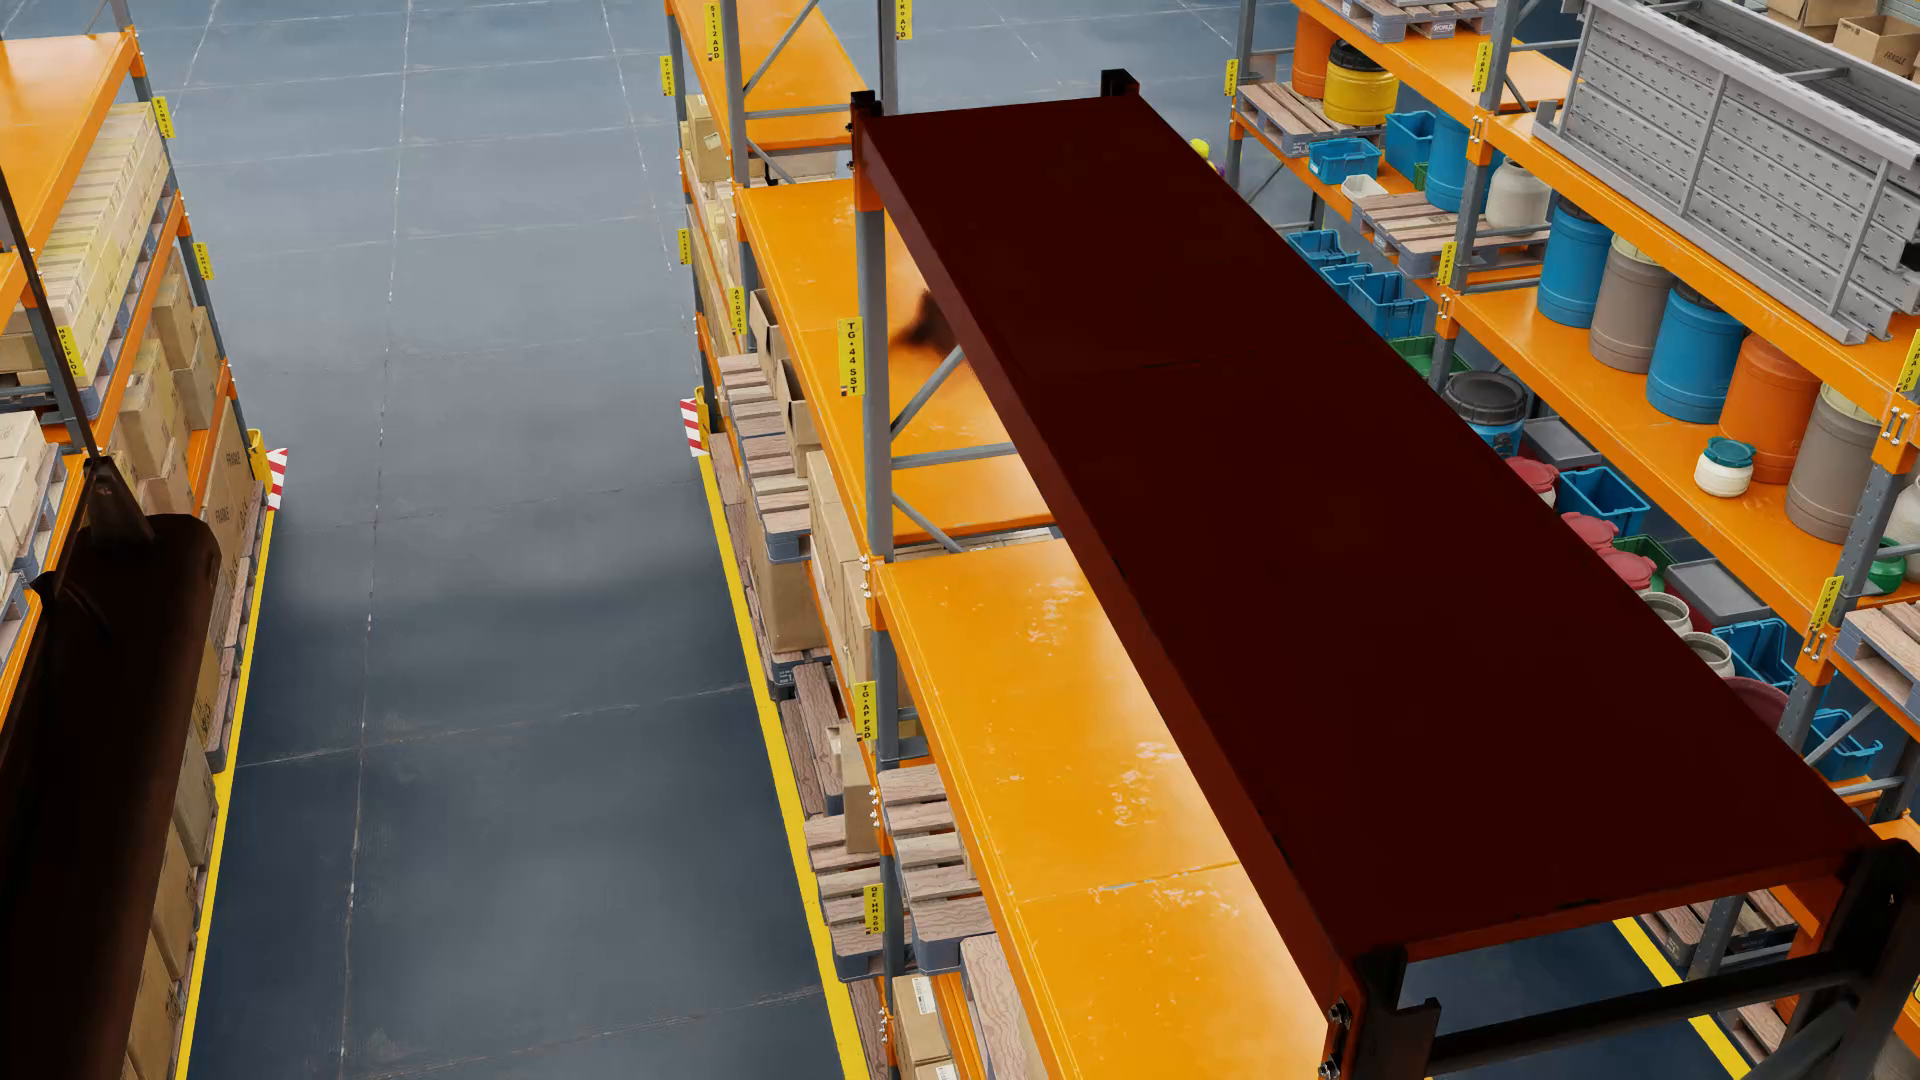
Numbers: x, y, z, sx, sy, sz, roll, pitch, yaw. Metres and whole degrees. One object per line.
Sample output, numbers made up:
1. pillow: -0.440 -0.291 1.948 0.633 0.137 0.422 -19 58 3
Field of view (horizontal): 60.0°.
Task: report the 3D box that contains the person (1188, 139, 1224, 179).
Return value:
1. person: 2.445 -3.356 17.435 0.896 1.755 0.707 15 37 21
